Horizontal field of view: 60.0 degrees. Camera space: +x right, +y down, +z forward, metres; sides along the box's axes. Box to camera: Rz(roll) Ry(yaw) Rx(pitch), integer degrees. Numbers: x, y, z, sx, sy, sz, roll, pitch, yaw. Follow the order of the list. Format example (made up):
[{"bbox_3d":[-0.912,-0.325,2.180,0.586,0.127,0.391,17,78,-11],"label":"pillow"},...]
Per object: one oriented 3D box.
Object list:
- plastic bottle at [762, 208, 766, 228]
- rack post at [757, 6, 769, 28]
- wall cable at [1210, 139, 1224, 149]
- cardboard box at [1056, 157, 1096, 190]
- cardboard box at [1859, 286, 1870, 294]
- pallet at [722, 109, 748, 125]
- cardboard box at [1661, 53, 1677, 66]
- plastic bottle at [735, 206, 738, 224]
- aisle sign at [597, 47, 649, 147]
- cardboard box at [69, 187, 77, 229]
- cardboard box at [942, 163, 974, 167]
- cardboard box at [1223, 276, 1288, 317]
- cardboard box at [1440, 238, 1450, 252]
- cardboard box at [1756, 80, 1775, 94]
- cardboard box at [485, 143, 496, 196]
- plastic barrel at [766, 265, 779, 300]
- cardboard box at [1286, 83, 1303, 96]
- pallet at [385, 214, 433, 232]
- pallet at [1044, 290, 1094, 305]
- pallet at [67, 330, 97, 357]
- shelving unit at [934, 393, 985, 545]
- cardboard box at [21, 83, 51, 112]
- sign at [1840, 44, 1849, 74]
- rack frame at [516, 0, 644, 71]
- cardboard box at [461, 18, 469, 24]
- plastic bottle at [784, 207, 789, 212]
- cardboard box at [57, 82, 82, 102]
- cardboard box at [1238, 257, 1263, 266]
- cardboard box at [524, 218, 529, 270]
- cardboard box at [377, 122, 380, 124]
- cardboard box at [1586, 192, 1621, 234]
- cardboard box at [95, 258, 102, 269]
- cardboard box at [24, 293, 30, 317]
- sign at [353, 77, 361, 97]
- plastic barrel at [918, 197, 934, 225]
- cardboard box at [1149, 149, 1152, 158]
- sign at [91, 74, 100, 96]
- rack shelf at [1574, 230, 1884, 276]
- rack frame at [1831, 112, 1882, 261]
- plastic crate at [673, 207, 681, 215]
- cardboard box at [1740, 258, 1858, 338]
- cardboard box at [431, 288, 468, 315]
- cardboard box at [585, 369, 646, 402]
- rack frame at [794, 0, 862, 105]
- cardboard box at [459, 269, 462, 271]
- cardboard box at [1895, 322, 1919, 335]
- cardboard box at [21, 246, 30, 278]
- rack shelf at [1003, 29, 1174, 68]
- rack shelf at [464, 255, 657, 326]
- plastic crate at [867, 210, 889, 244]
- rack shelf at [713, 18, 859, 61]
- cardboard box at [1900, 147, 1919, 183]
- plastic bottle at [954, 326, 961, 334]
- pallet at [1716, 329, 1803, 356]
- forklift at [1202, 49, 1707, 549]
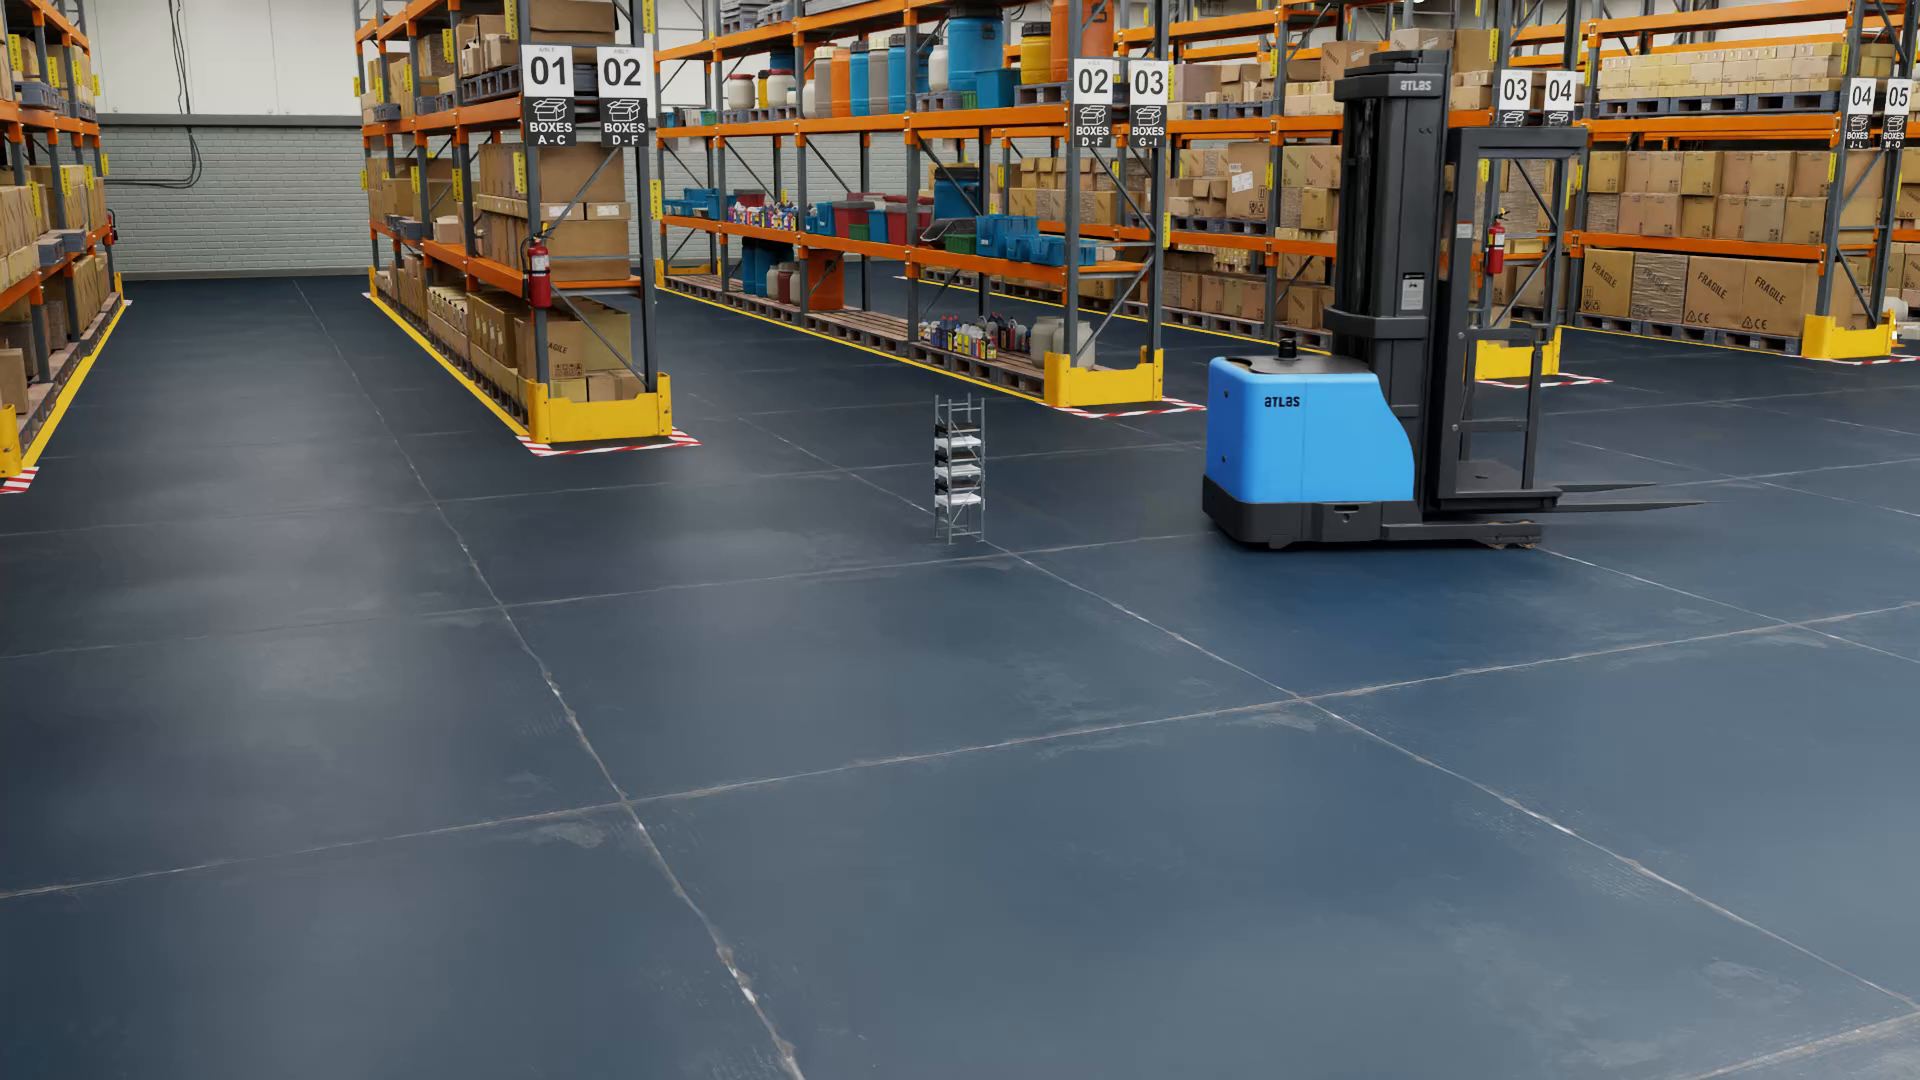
[{"bbox_3d":[-2.873,-4.742,24.465,0.061,0.283,0.133,-6,14,-23],"label":"plastic bottle"},{"bbox_3d":[-2.410,-7.551,24.146,0.937,0.300,0.954,-4,14,-17],"label":"rack post"},{"bbox_3d":[6.399,-9.120,40.801,0.585,1.953,0.123,-6,14,-23],"label":"wall cable"},{"bbox_3d":[1.992,-5.862,26.599,0.797,0.503,0.637,-5,14,-21],"label":"cardboard box"},{"bbox_3d":[13.475,-3.687,24.813,0.500,0.250,0.500,-6,14,-26],"label":"cardboard box"},{"bbox_3d":[-2.934,-6.495,25.545,1.213,0.211,1.003,-6,14,-23],"label":"pallet"},{"bbox_3d":[9.235,-6.164,21.335,0.380,0.149,0.250,-5,14,-22],"label":"cardboard box"},{"bbox_3d":[-3.426,-5.031,25.742,0.097,0.271,0.097,0,13,0],"label":"plastic bottle"},{"bbox_3d":[-2.763,-3.633,13.650,0.394,0.787,0.004,-6,14,-23],"label":"aisle sign"},{"bbox_3d":[-10.974,-3.993,20.044,0.500,0.500,0.500,-5,14,-21],"label":"cardboard box"},{"bbox_3d":[-0.043,-6.656,30.486,0.500,0.500,0.500,-6,14,-24],"label":"cardboard box"},{"bbox_3d":[4.006,-3.298,22.537,0.700,0.500,0.500,-6,14,-23],"label":"cardboard box"},{"bbox_3d":[5.458,-3.263,18.373,0.380,0.149,0.250,-6,14,-23],"label":"cardboard box"},{"bbox_3d":[9.845,-5.461,20.066,0.380,0.149,0.250,-5,14,-22],"label":"cardboard box"},{"bbox_3d":[-4.286,-3.664,16.451,0.700,0.500,0.500,-6,14,-23],"label":"cardboard box"},{"bbox_3d":[-2.707,-3.886,25.093,0.421,0.512,0.421,0,13,0],"label":"plastic barrel"},{"bbox_3d":[4.253,-5.560,20.539,0.380,0.149,0.250,-6,14,-25],"label":"cardboard box"},{"bbox_3d":[-7.657,-4.563,23.860,1.003,0.211,1.213,-6,14,-23],"label":"pallet"},{"bbox_3d":[2.072,-3.962,27.021,1.003,0.211,1.213,-6,14,-23],"label":"pallet"},{"bbox_3d":[-11.059,-2.368,20.134,1.003,0.211,1.213,-6,14,-23],"label":"pallet"},{"bbox_3d":[-0.003,-0.440,10.276,0.258,0.900,0.210,-6,14,-23],"label":"shelving unit"},{"bbox_3d":[-10.277,-4.860,18.219,0.500,0.311,0.500,-6,14,-23],"label":"cardboard box"},{"bbox_3d":[10.090,-5.482,18.961,0.100,0.325,0.005,-6,14,-23],"label":"sign"},{"bbox_3d":[-3.070,-5.275,13.205,1.000,3.000,0.127,-6,14,-23],"label":"rack frame"},{"bbox_3d":[-5.133,-5.384,18.065,0.500,0.500,0.500,-4,14,-18],"label":"cardboard box"},{"bbox_3d":[-2.642,-4.969,25.471,0.097,0.271,0.097,0,13,0],"label":"plastic bottle"},{"bbox_3d":[-12.450,-6.192,22.997,0.500,0.250,0.500,-6,14,-23],"label":"cardboard box"},{"bbox_3d":[5.369,-5.150,30.700,0.380,0.149,0.250,-5,14,-22],"label":"cardboard box"},{"bbox_3d":[-3.460,-2.607,14.759,0.700,0.500,0.500,-5,14,-22],"label":"cardboard box"},{"bbox_3d":[-8.506,-6.401,25.053,0.500,0.250,0.500,-6,14,-23],"label":"cardboard box"},{"bbox_3d":[9.149,-4.498,22.819,0.875,0.550,0.550,-6,14,-23],"label":"cardboard box"},{"bbox_3d":[-12.800,-4.045,24.369,0.380,0.149,0.250,-6,14,-25],"label":"cardboard box"},{"bbox_3d":[-9.912,-2.441,17.169,0.500,0.250,0.500,-6,14,-25],"label":"cardboard box"},{"bbox_3d":[-9.977,-7.496,27.516,0.100,0.325,0.005,-6,14,-23],"label":"sign"},{"bbox_3d":[-0.315,-3.909,20.307,0.433,0.535,0.433,0,13,0],"label":"plastic barrel"},{"bbox_3d":[4.120,-7.543,33.211,0.500,0.500,0.500,-6,14,-23],"label":"cardboard box"},{"bbox_3d":[-13.514,-7.110,25.998,0.100,0.325,0.005,-6,14,-23],"label":"sign"},{"bbox_3d":[9.792,-3.736,21.456,1.077,0.370,4.000,-6,14,-23],"label":"rack shelf"},{"bbox_3d":[13.486,-4.968,25.183,1.000,3.000,0.127,-6,14,-23],"label":"rack frame"},{"bbox_3d":[-4.818,-5.711,28.844,0.250,0.136,0.298,-6,14,-23],"label":"plastic crate"},{"bbox_3d":[10.261,-2.977,20.362,0.875,0.875,0.875,-6,14,-23],"label":"cardboard box"},{"bbox_3d":[-6.116,-2.901,20.175,0.500,0.311,0.500,-6,14,-24],"label":"cardboard box"},{"bbox_3d":[-3.081,-1.348,14.710,0.500,0.250,0.500,-6,14,-23],"label":"cardboard box"},{"bbox_3d":[-1.735,-7.375,22.276,1.000,3.000,0.127,-6,14,-23],"label":"rack frame"},{"bbox_3d":[-7.227,-3.649,24.053,0.500,0.500,0.500,-6,14,-23],"label":"cardboard box"},{"bbox_3d":[12.712,-2.841,22.315,0.380,0.149,0.250,1,13,6],"label":"cardboard box"},{"bbox_3d":[-8.335,-2.391,14.335,0.500,0.250,0.500,-6,14,-23],"label":"cardboard box"},{"bbox_3d":[2.002,-7.690,26.121,1.077,0.370,4.000,-6,14,-23],"label":"rack shelf"},{"bbox_3d":[-3.872,-2.415,15.748,1.077,0.370,4.000,-6,14,-23],"label":"rack shelf"},{"bbox_3d":[-0.860,-3.818,20.247,0.392,0.384,0.575,-6,14,-23],"label":"plastic crate"},{"bbox_3d":[-2.536,-7.243,24.188,1.077,0.370,4.000,-6,14,-23],"label":"rack shelf"},{"bbox_3d":[13.824,-5.325,23.624,0.700,0.500,0.500,-6,14,-24],"label":"cardboard box"},{"bbox_3d":[-0.021,-2.240,18.473,0.097,0.271,0.097,0,13,0],"label":"plastic bottle"},{"bbox_3d":[10.201,-2.473,20.588,1.003,0.211,1.213,-6,14,-23],"label":"pallet"},{"bbox_3d":[3.135,-1.490,10.309,3.031,2.935,1.130,-1,13,-5],"label":"forklift"}]
